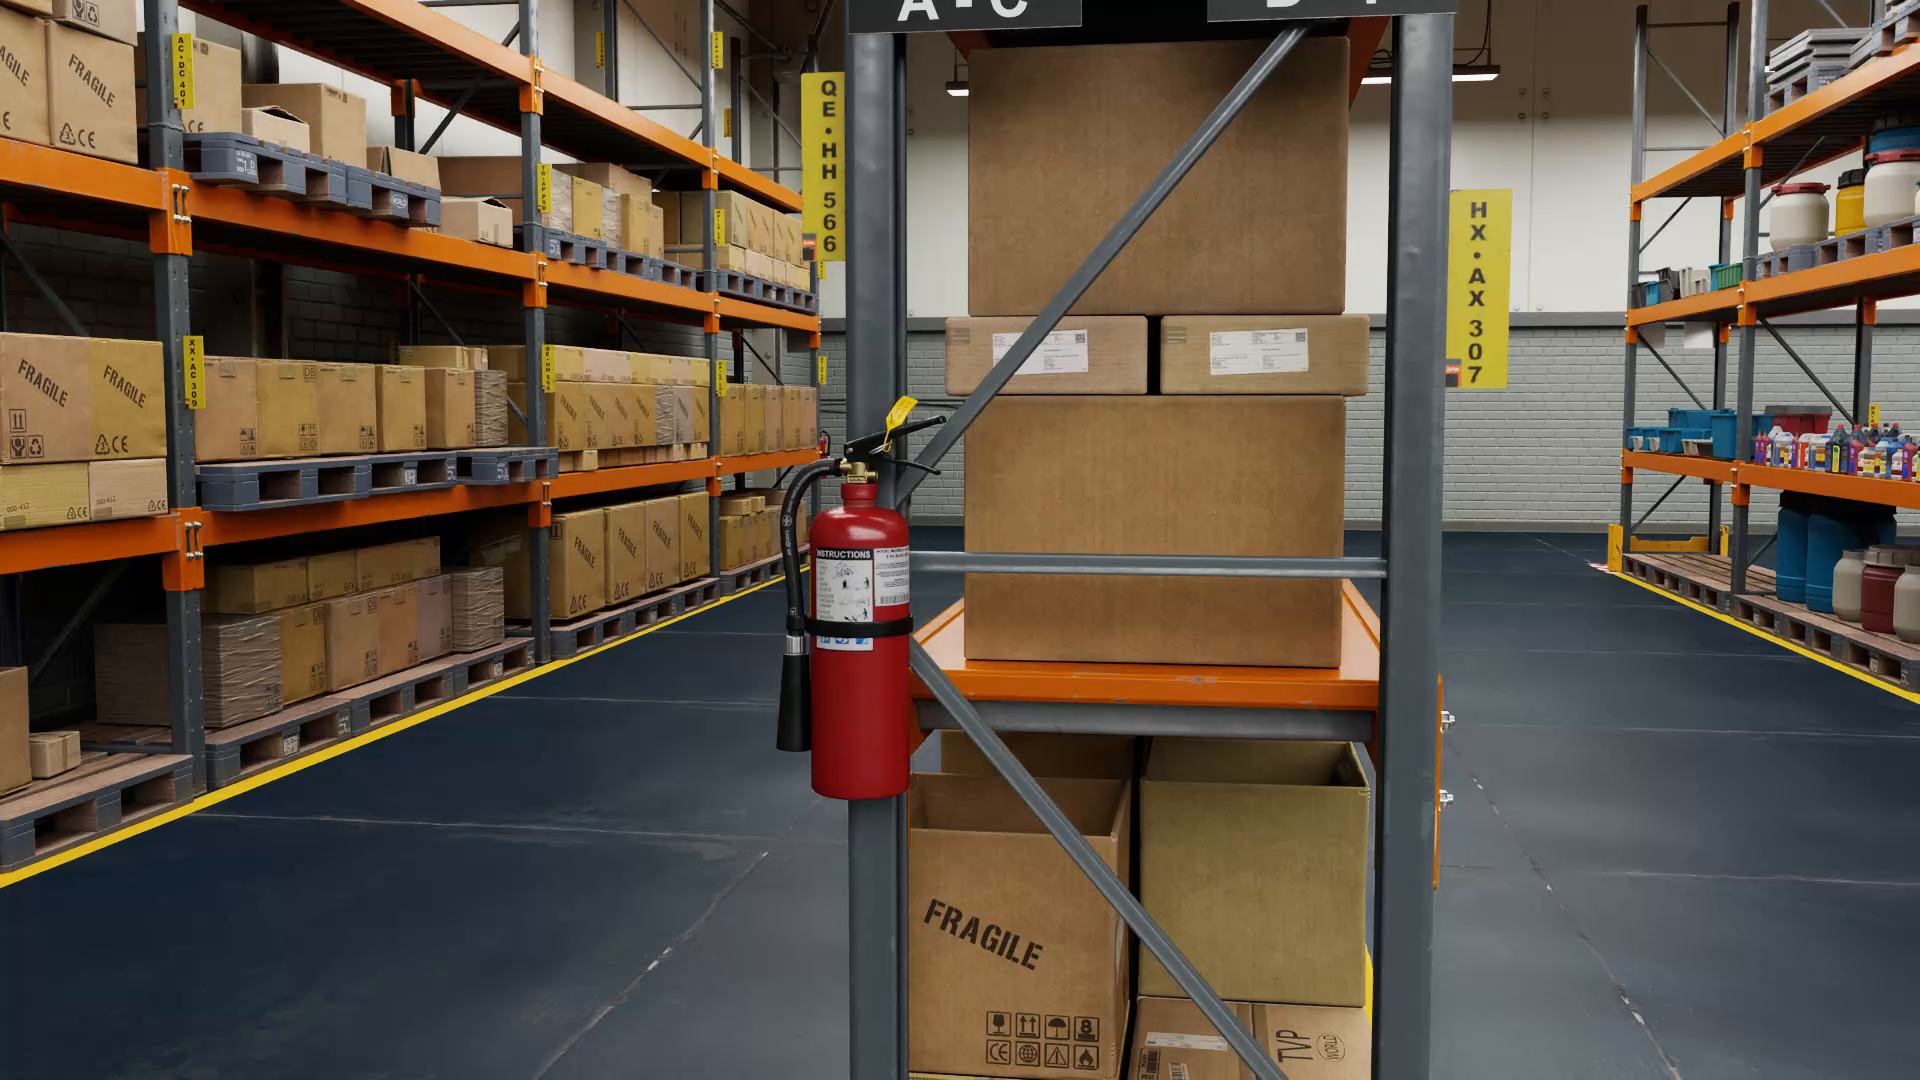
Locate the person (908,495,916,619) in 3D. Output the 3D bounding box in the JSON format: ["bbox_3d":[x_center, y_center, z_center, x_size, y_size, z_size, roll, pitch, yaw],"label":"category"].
[{"bbox_3d":[-0.632,-0.158,13.845,0.492,1.663,0.370,1,5,7],"label":"person"}]
